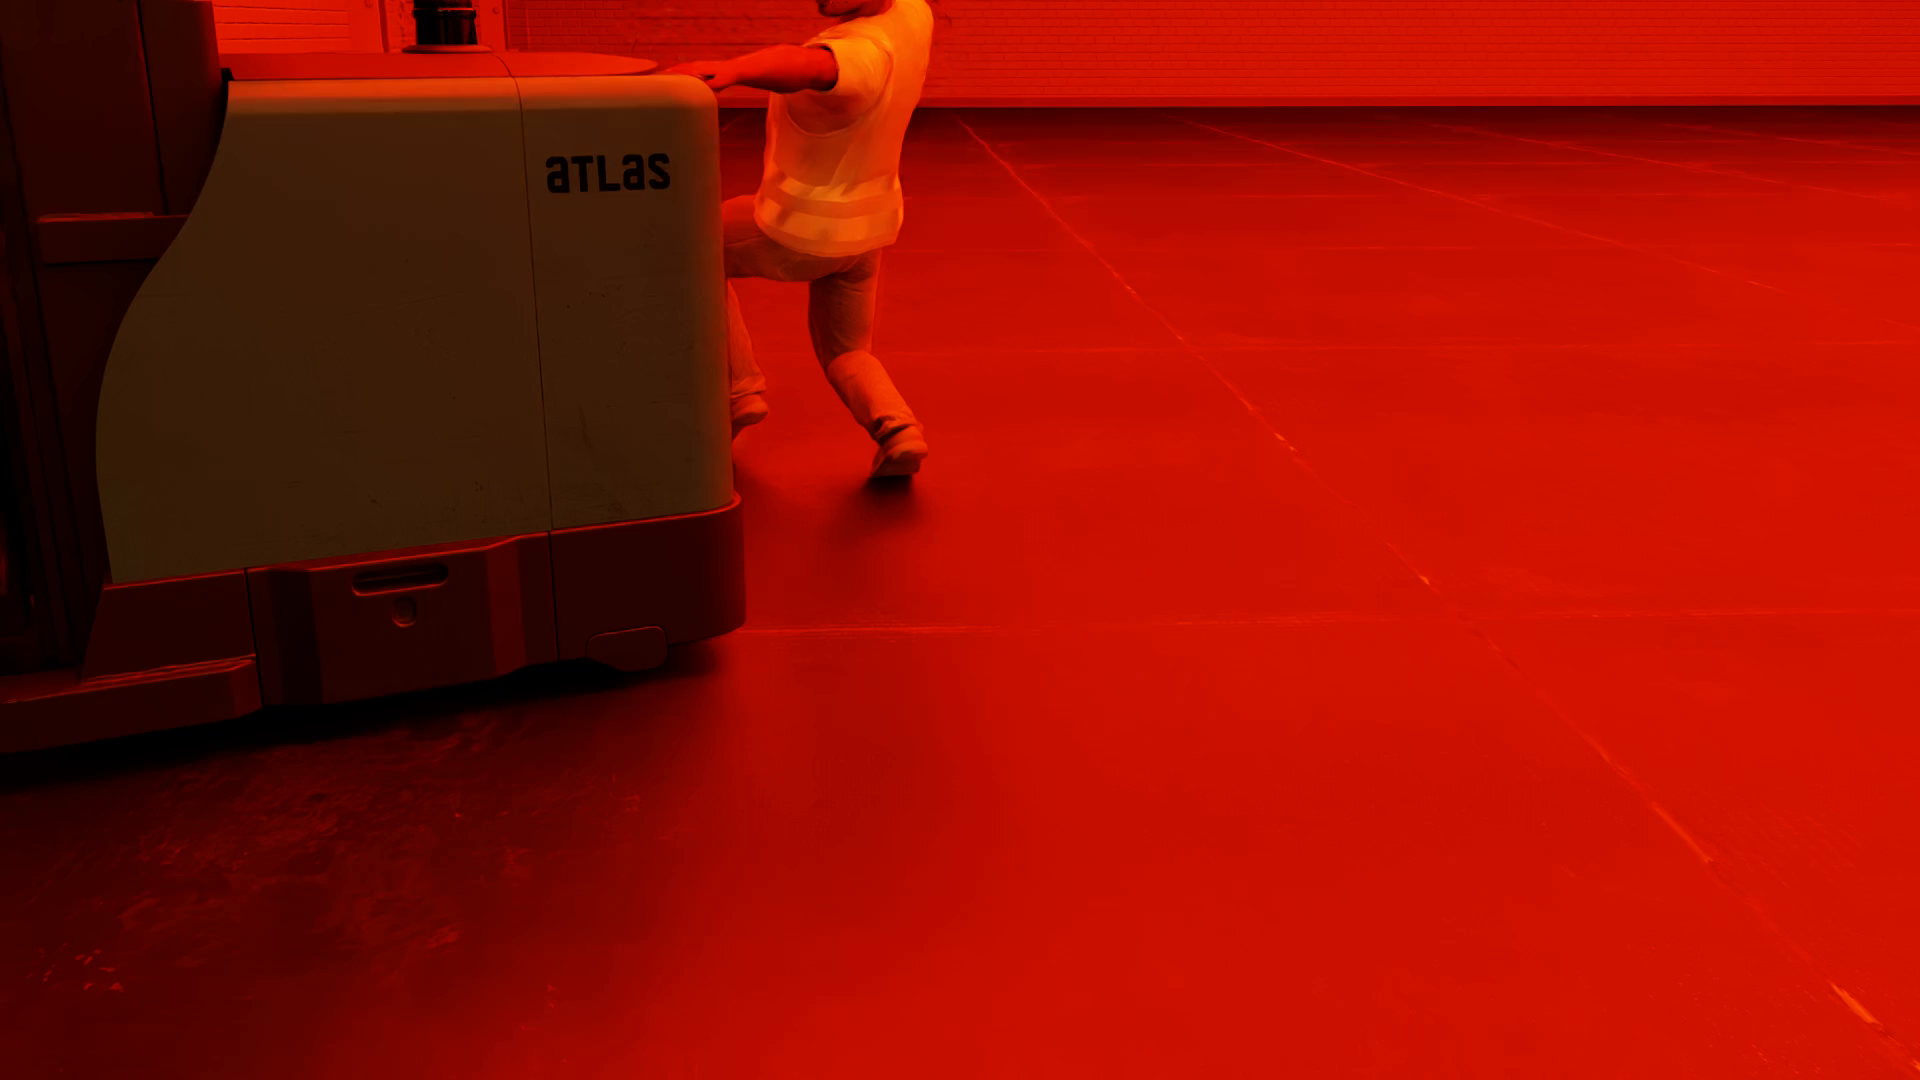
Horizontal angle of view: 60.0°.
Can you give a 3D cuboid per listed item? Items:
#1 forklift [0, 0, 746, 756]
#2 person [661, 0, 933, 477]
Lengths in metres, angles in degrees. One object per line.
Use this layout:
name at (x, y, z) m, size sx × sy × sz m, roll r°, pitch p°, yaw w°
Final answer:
forklift at (-1.966, -1.112, 2.543) m, size 3.031 × 2.935 × 1.130 m, roll -8°, pitch 19°, yaw -24°
person at (-0.583, -0.843, 4.146) m, size 0.898 × 1.531 × 1.103 m, roll 13°, pitch 21°, yaw 36°
